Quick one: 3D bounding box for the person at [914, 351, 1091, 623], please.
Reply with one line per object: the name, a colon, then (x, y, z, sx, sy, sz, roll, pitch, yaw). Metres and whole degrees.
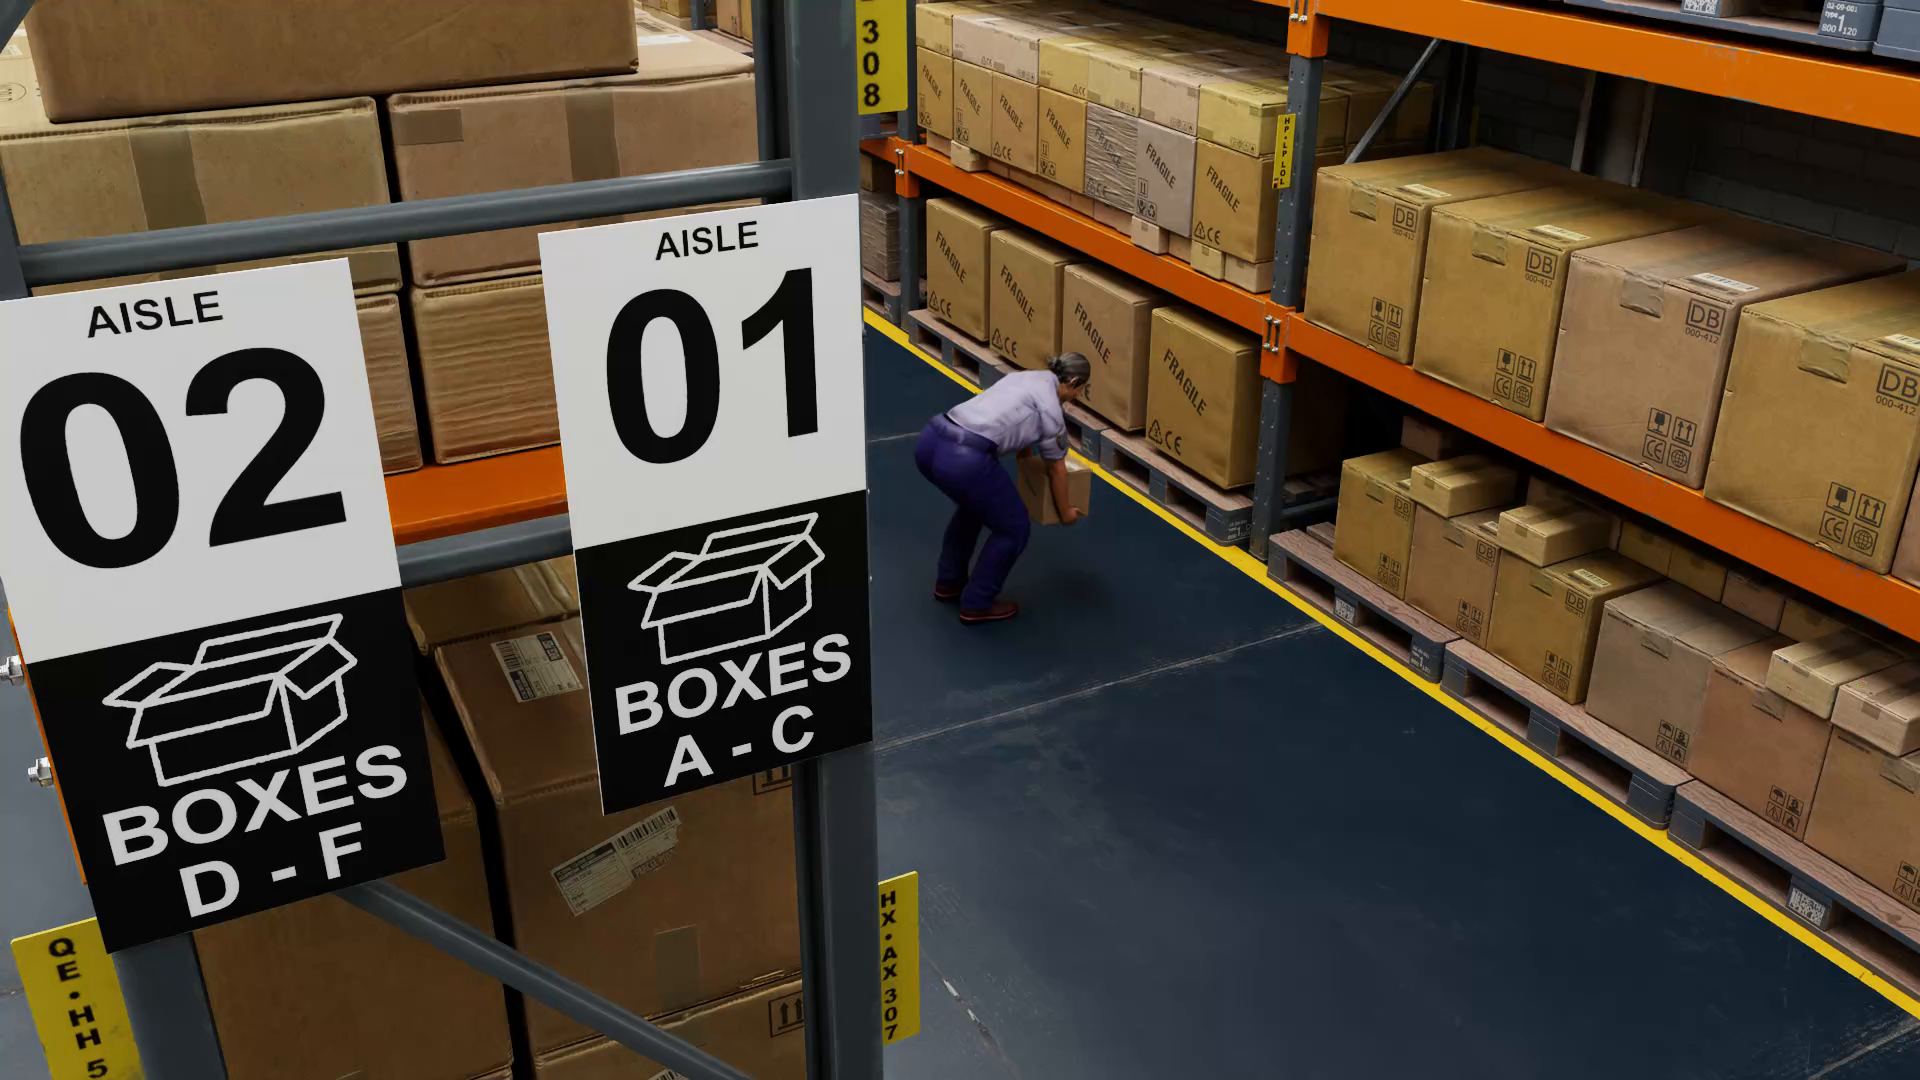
person: (0.221, -0.255, 7.718, 0.867, 1.167, 0.487, -14, 29, -27)
